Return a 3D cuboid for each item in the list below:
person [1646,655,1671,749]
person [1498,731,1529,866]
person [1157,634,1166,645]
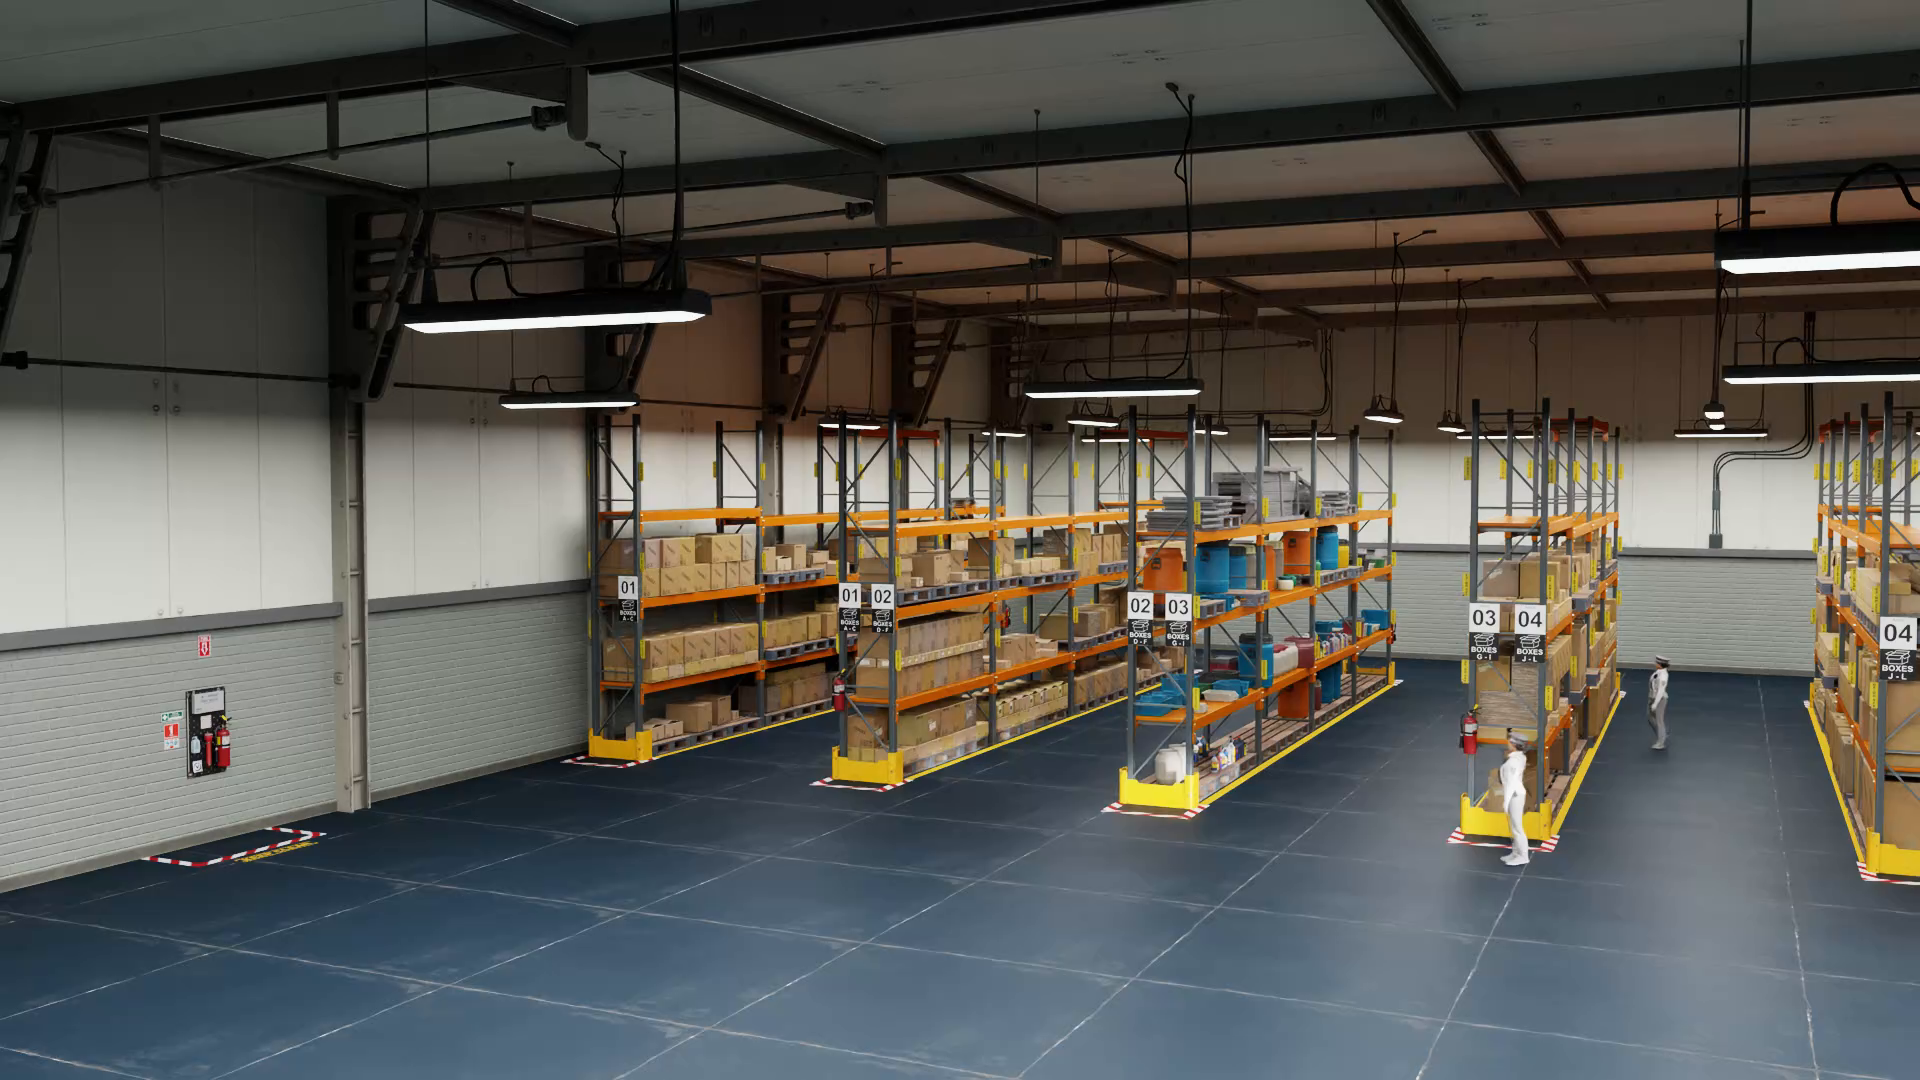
[{"bbox_3d":[12.656,2.933,30.159,0.396,1.697,0.575,0,2,3],"label":"person"},{"bbox_3d":[7.050,3.293,21.237,0.404,1.688,0.554,0,2,6],"label":"person"},{"bbox_3d":[5.378,2.379,42.612,0.621,1.744,0.910,-1,3,-31],"label":"person"}]
